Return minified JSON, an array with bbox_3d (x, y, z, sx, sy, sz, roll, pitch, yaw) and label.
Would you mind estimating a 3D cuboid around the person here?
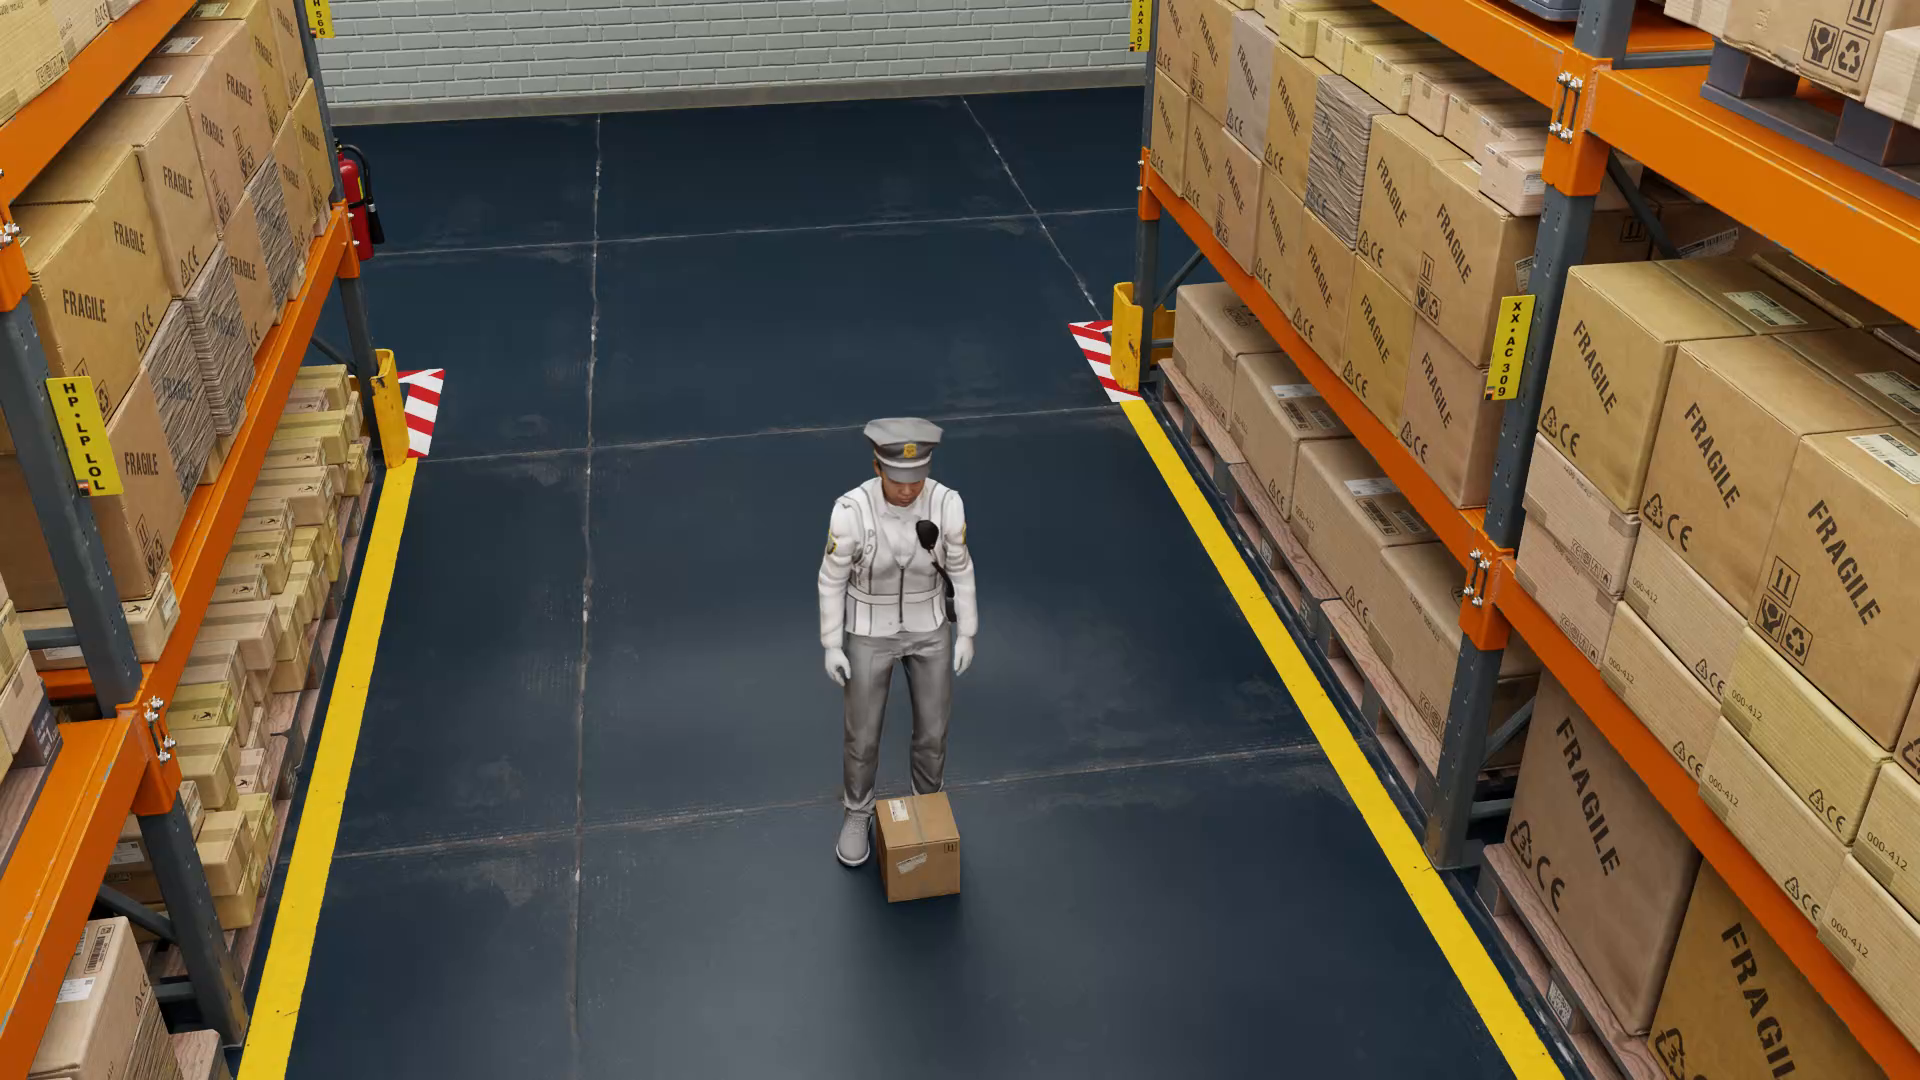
[{"bbox_3d":[-0.203,0.332,5.574,0.530,1.663,0.371,-5,31,-9],"label":"person"}]
